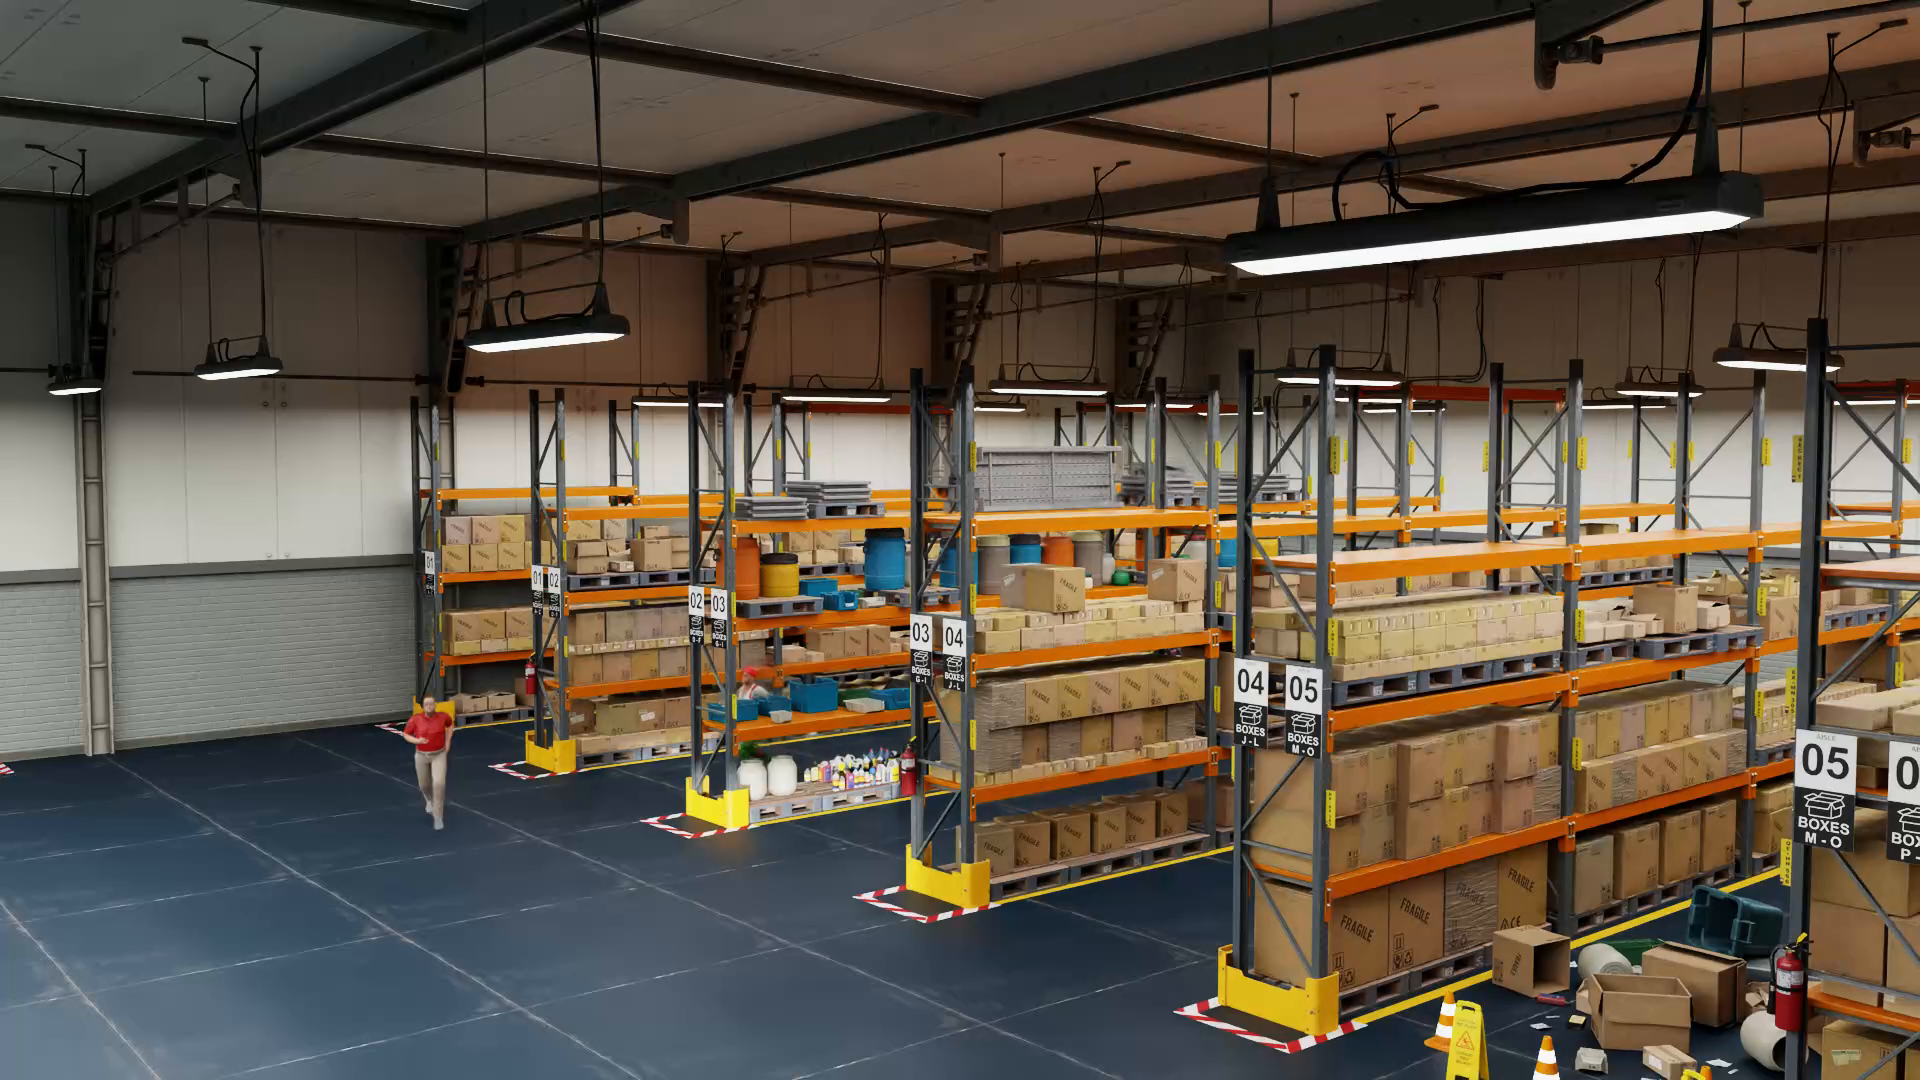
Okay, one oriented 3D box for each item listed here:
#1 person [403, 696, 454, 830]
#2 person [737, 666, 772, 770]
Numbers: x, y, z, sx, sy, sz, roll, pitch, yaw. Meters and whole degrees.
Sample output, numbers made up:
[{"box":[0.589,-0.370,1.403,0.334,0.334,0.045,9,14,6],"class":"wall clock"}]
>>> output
[{"box":[-7.206,2.994,22.560,0.626,1.789,1.008,-1,3,-12],"class":"person"},{"box":[-3.138,2.780,25.064,0.908,1.770,0.668,-3,4,-41],"class":"person"}]
